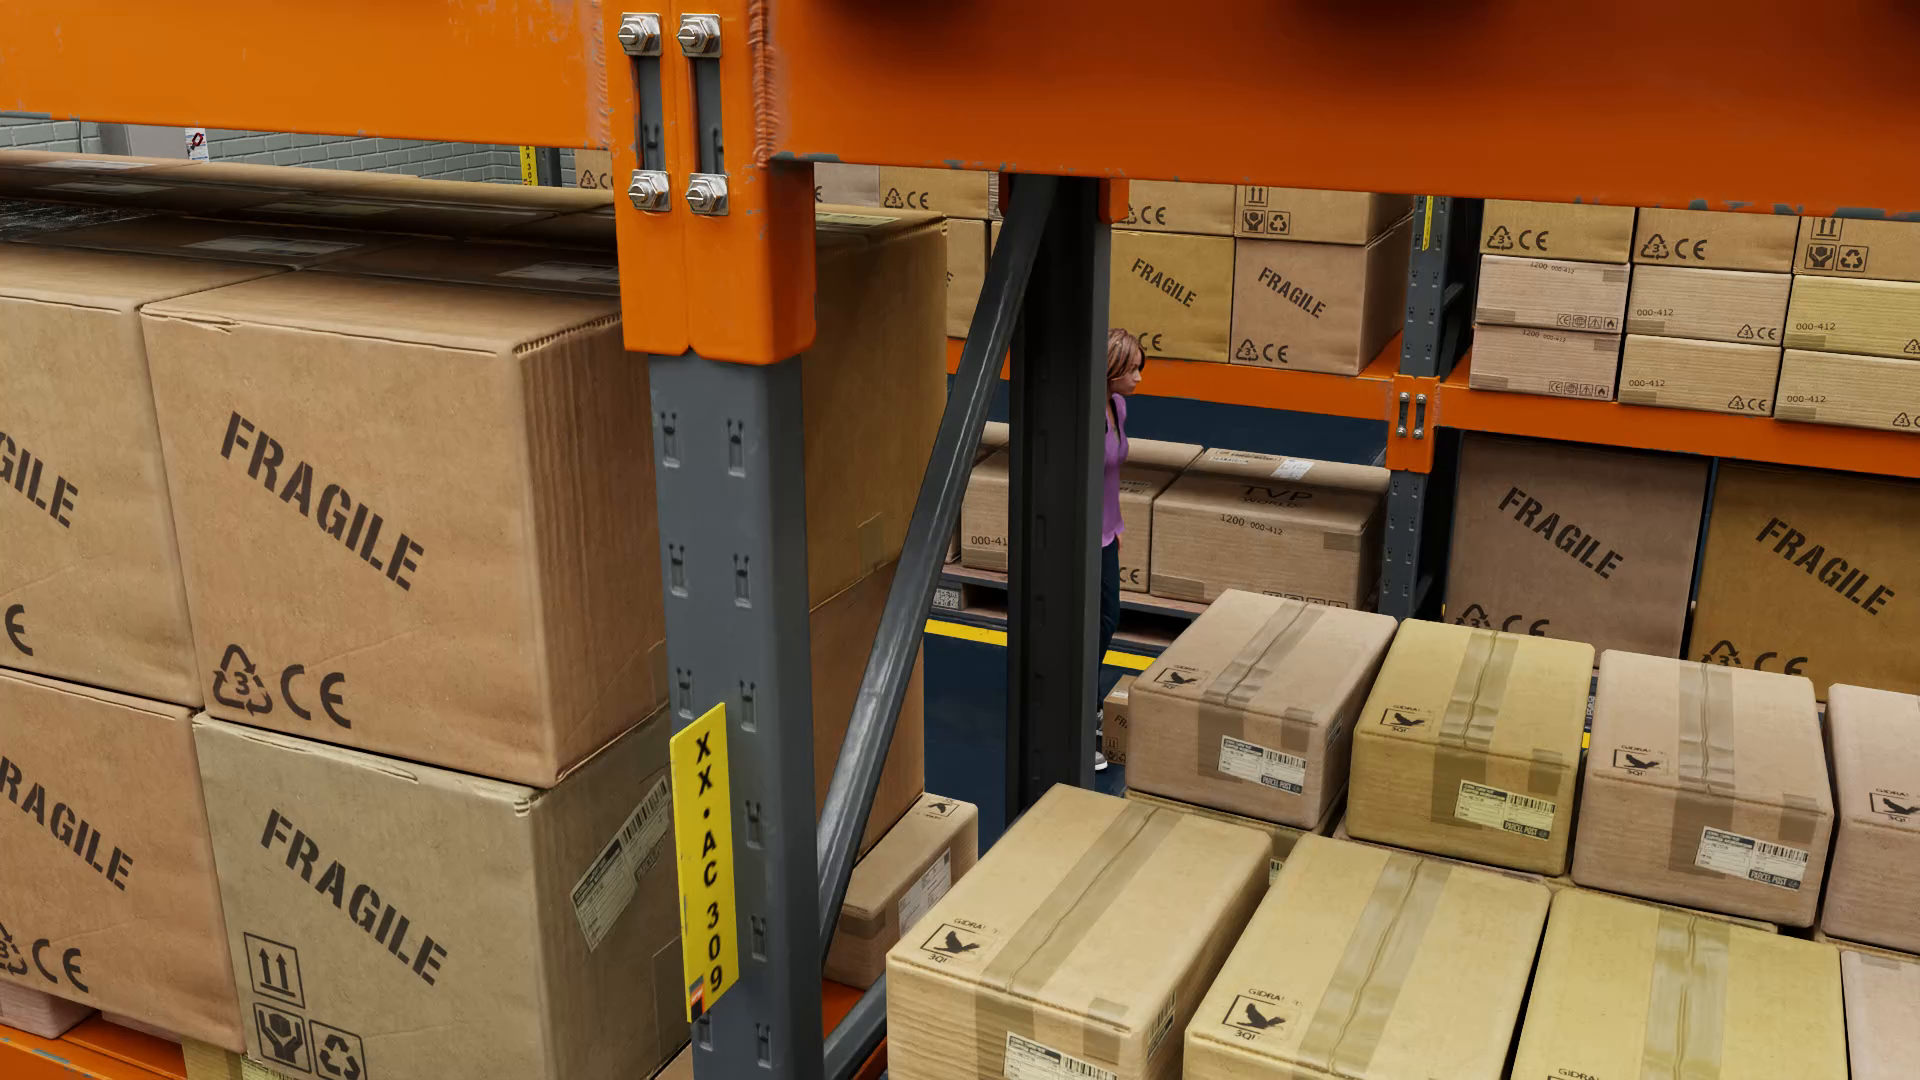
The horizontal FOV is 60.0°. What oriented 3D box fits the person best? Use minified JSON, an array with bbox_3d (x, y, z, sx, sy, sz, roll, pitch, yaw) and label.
[{"bbox_3d":[0.468,0.017,6.035,0.349,1.592,0.466,8,21,22],"label":"person"}]
